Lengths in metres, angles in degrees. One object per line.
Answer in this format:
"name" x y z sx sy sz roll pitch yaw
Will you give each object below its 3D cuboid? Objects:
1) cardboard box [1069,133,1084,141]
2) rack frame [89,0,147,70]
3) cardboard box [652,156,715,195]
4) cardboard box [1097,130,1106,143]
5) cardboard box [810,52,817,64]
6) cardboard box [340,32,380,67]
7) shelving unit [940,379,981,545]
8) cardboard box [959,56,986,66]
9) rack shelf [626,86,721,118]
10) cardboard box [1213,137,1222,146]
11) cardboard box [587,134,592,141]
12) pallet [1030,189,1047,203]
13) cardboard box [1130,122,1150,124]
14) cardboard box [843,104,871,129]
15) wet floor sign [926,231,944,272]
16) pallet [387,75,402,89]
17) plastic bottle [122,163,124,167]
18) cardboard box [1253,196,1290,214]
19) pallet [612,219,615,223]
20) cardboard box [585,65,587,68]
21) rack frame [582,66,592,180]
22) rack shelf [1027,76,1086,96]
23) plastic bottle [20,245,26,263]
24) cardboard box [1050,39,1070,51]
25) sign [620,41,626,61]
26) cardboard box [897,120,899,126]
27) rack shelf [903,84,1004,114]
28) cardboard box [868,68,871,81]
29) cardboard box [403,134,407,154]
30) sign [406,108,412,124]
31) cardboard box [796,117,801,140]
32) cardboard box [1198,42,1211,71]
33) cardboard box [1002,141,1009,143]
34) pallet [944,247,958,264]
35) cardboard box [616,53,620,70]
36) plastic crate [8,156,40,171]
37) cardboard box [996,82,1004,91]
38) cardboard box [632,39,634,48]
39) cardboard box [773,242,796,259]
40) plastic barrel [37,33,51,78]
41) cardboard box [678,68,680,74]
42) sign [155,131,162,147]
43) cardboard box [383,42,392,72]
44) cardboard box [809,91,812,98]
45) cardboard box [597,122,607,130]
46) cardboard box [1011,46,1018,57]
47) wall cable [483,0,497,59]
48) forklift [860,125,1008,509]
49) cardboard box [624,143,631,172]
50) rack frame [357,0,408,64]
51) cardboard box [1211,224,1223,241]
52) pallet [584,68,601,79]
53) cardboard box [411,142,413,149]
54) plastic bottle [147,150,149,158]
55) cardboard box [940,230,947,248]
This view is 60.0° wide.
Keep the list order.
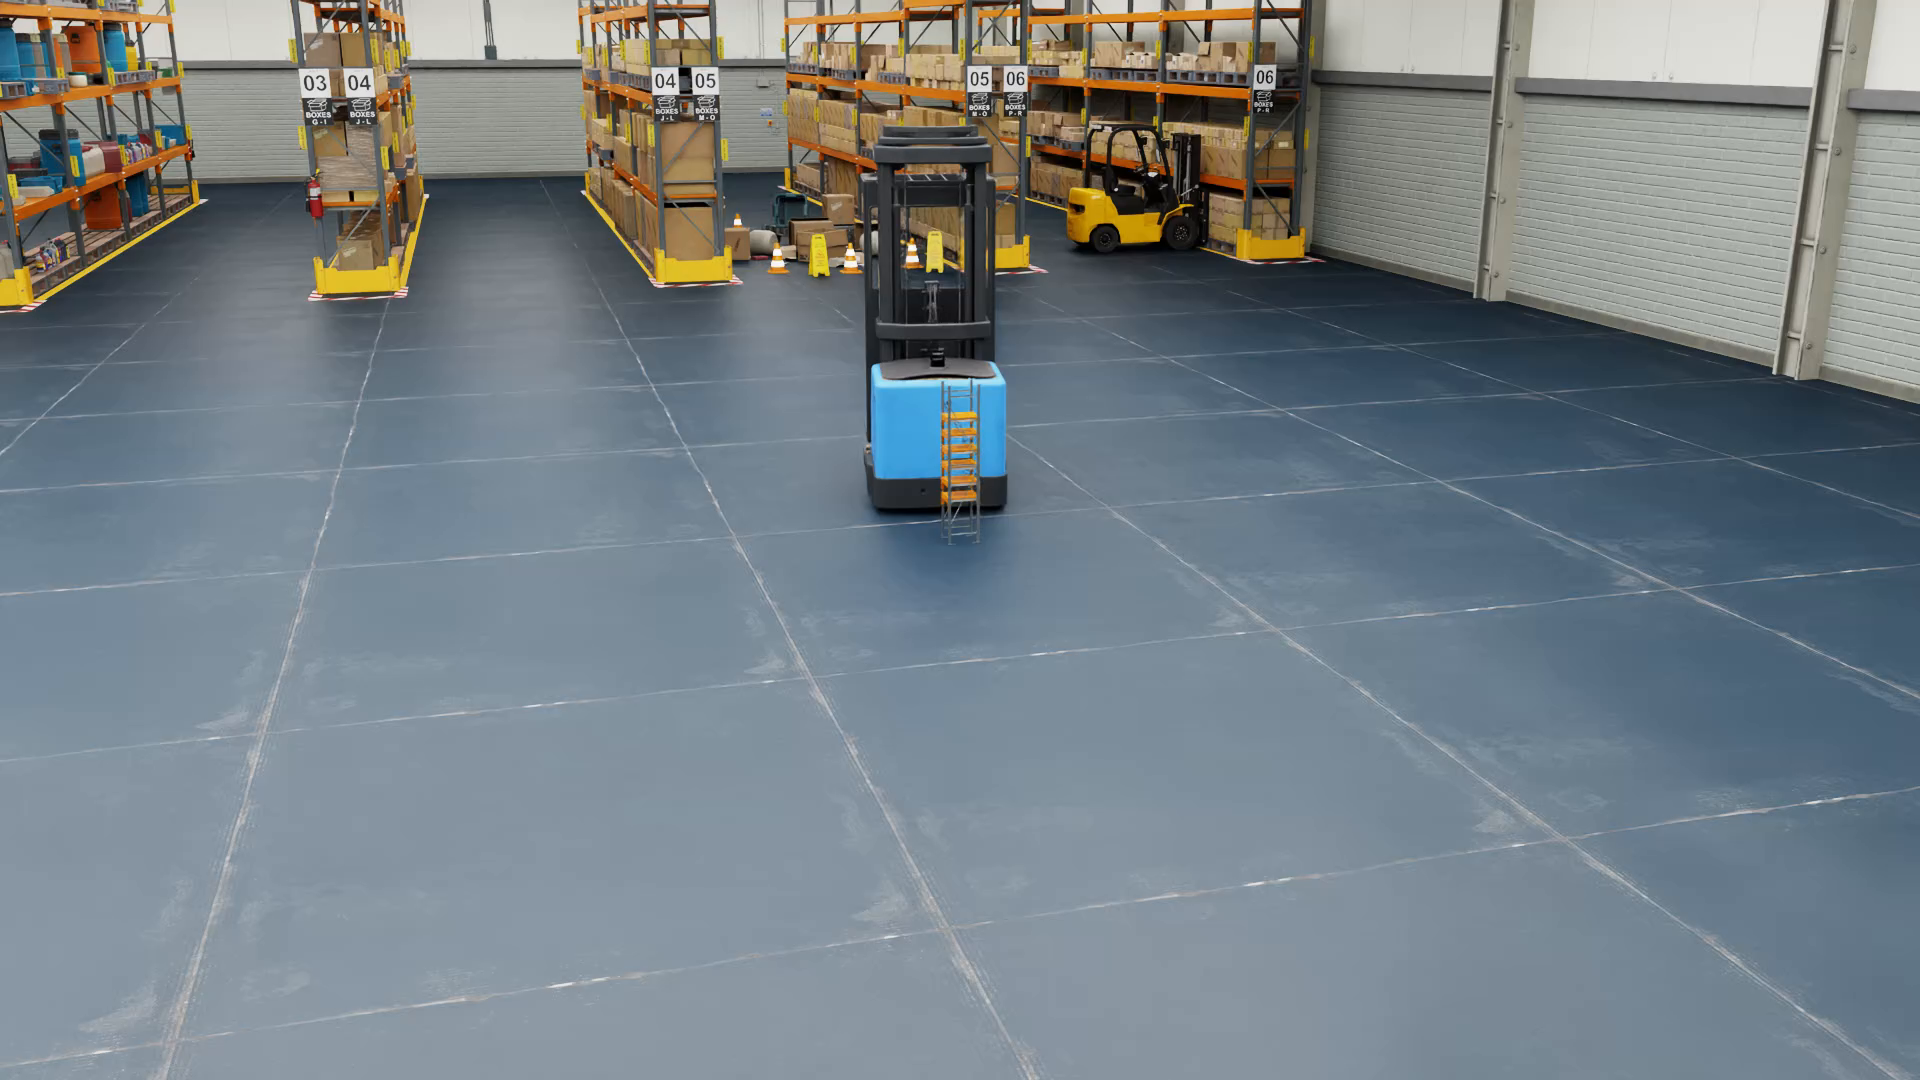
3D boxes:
"cardboard box" 2.597 -8.764 36.120 0.380 0.149 0.250 -4 17 -14
"rack frame" -17.015 -10.943 33.239 1.000 3.000 0.127 -5 17 -15
"cardboard box" -4.303 -5.677 25.876 0.875 0.550 0.550 -5 17 -15
"cardboard box" 3.170 -8.419 34.656 0.500 0.250 0.500 -4 17 -14
"cardboard box" -3.207 -11.017 38.031 0.396 0.266 0.258 -4 17 -13
"cardboard box" -9.103 -7.440 25.233 0.500 0.500 0.500 -5 17 -15
"shelving unit" 0.004 -0.571 12.266 0.258 1.200 0.189 -5 17 -15
"cardboard box" 0.197 -7.694 26.688 0.380 0.149 0.250 -5 17 -15
"rack shelf" -4.707 -7.151 27.082 1.077 0.370 4.000 -5 17 -15
"cardboard box" 4.694 -7.036 29.359 0.380 0.149 0.250 -5 18 -17
"cardboard box" -8.649 -9.550 39.468 0.380 0.149 0.250 -5 17 -17
"pallet" 2.308 -8.081 38.986 1.003 0.211 1.213 -5 17 -15
"cardboard box" 3.757 -8.614 34.613 0.380 0.149 0.250 -5 17 -16
"cardboard box" -2.167 -8.929 35.050 0.500 0.500 0.500 -4 17 -14
"wet floor sign" -0.403 -4.661 26.846 0.267 0.644 0.232 1 17 4
"pallet" -10.121 -7.774 28.231 1.213 0.211 1.003 -5 17 -15
"plastic bottle" -15.770 -7.147 31.234 0.061 0.283 0.133 -5 17 -15
"cardboard box" 5.395 -5.830 28.958 0.500 0.250 0.500 -5 17 -16
"pallet" -6.570 -6.600 34.056 1.003 0.211 1.213 -5 17 -15
"cardboard box" -8.383 -10.865 38.454 0.500 0.250 0.500 -5 18 -17
"rack frame" -8.555 -9.932 40.302 1.000 3.000 0.127 -5 17 -15
"rack shelf" 2.597 -10.177 37.154 1.077 0.370 4.000 -5 17 -15
"plastic bottle" -14.855 -4.554 26.239 0.144 0.351 0.185 -5 17 -15
"cardboard box" 2.302 -11.395 38.253 0.396 0.266 0.258 -5 17 -15
"sign" -5.776 -8.402 28.549 0.100 0.325 0.005 -5 17 -15
"cardboard box" -0.873 -7.533 30.895 0.500 0.500 0.500 -5 17 -16
"rack shelf" 0.024 -7.571 28.478 1.077 0.370 4.000 -5 17 -15
"cardboard box" -1.631 -9.339 33.349 0.396 0.266 0.258 -5 17 -15
"cardboard box" -11.313 -7.842 33.172 0.500 0.500 0.500 -5 17 -16
"sign" -11.733 -9.023 35.403 0.100 0.325 0.005 -5 17 -15
"cardboard box" -3.679 -9.964 40.234 0.500 0.500 0.500 -5 17 -16
"cardboard box" 4.680 -8.613 29.614 0.797 0.503 0.637 -4 17 -13
"cardboard box" 0.565 -6.412 27.892 0.500 0.500 0.500 -4 17 -14
"pallet" 0.364 -4.838 28.193 1.003 0.211 1.213 -5 17 -15
"cardboard box" -6.090 -8.864 30.783 0.500 0.311 0.500 -5 17 -16
"plastic crate" -15.243 -5.997 27.092 0.402 0.464 0.583 -5 17 -15
"cardboard box" 0.795 -7.359 26.960 0.380 0.149 0.250 -5 17 -15
"cardboard box" -5.133 -8.080 27.070 0.380 0.149 0.250 -5 17 -15
"cardboard box" -3.014 -4.973 28.547 0.396 0.266 0.258 -2 17 -6
"plastic barrel" -15.524 -8.019 27.848 0.600 0.901 0.708 -5 17 -15
"cardboard box" -4.361 -7.611 26.894 0.380 0.149 0.250 -5 17 -15
"sign" -16.485 -8.245 34.206 0.100 0.325 0.005 -5 17 -15
"cardboard box" -10.509 -8.687 29.902 0.500 0.500 0.500 -4 17 -14
"cardboard box" -3.332 -10.428 38.915 0.380 0.149 0.250 -5 17 -16
"cardboard box" -7.356 -8.614 34.587 0.380 0.149 0.250 -4 17 -14
"cardboard box" 1.530 -11.645 39.666 0.500 0.250 0.500 -5 17 -16
"wall cable" -11.592 -15.818 43.878 2.277 5.999 0.120 -5 17 -15
"forklift" -0.273 -2.024 14.095 1.130 2.935 3.031 -1 17 -5
"cardboard box" -5.796 -6.923 30.113 0.500 0.500 0.500 -5 17 -16
"rack frame" -13.352 -12.441 38.226 1.000 3.000 0.127 -5 17 -15
"cardboard box" 4.785 -5.446 29.419 0.500 0.250 0.500 -5 17 -15
"pallet" -7.388 -9.993 35.617 1.213 0.211 1.003 -5 17 -15
"cardboard box" -12.159 -8.594 36.286 0.380 0.149 0.250 -4 17 -13
"plastic bottle" -16.537 -7.861 33.753 0.097 0.201 0.097 0 17 0
"cardboard box" -0.042 -5.156 28.452 0.500 0.250 0.500 -5 17 -15
